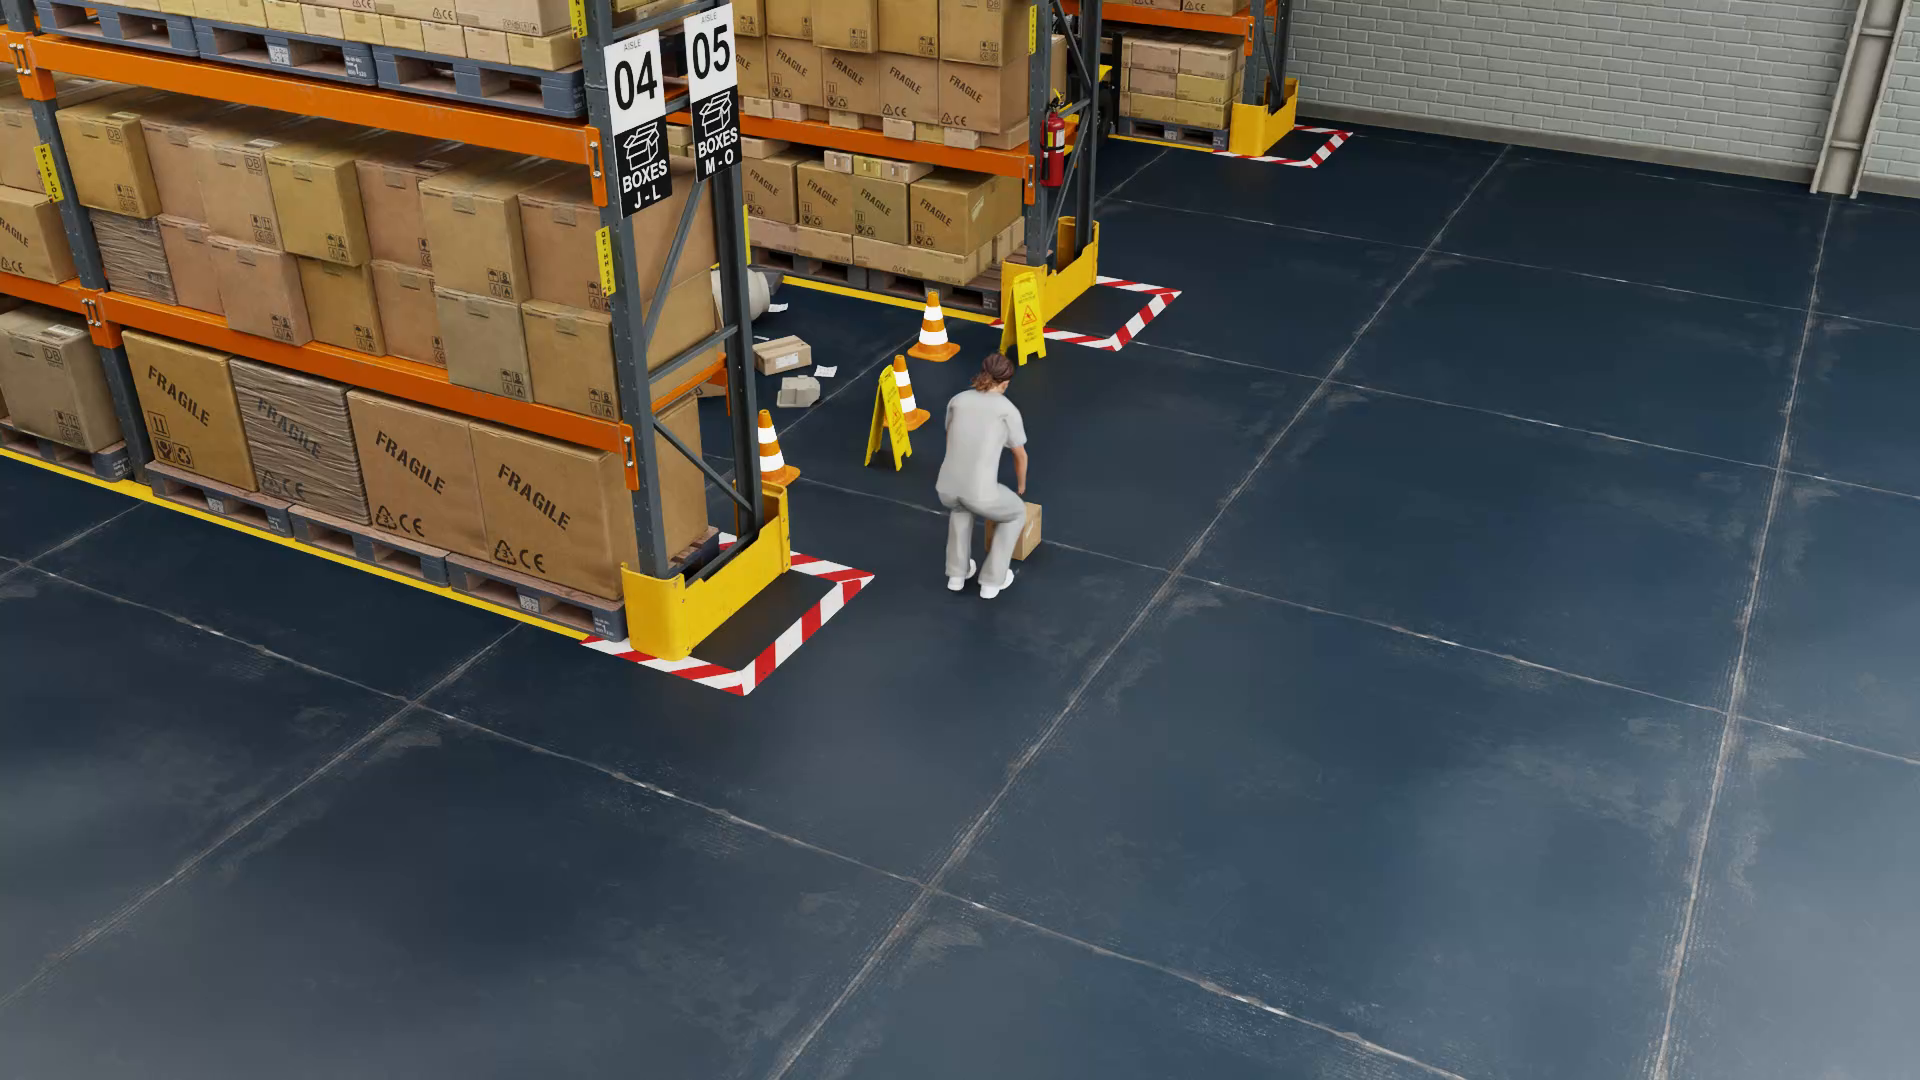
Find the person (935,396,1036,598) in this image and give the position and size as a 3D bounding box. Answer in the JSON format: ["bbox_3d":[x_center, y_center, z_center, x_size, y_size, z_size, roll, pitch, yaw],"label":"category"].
[{"bbox_3d":[0.127,-0.234,9.366,0.489,0.998,0.782,14,33,23],"label":"person"}]
